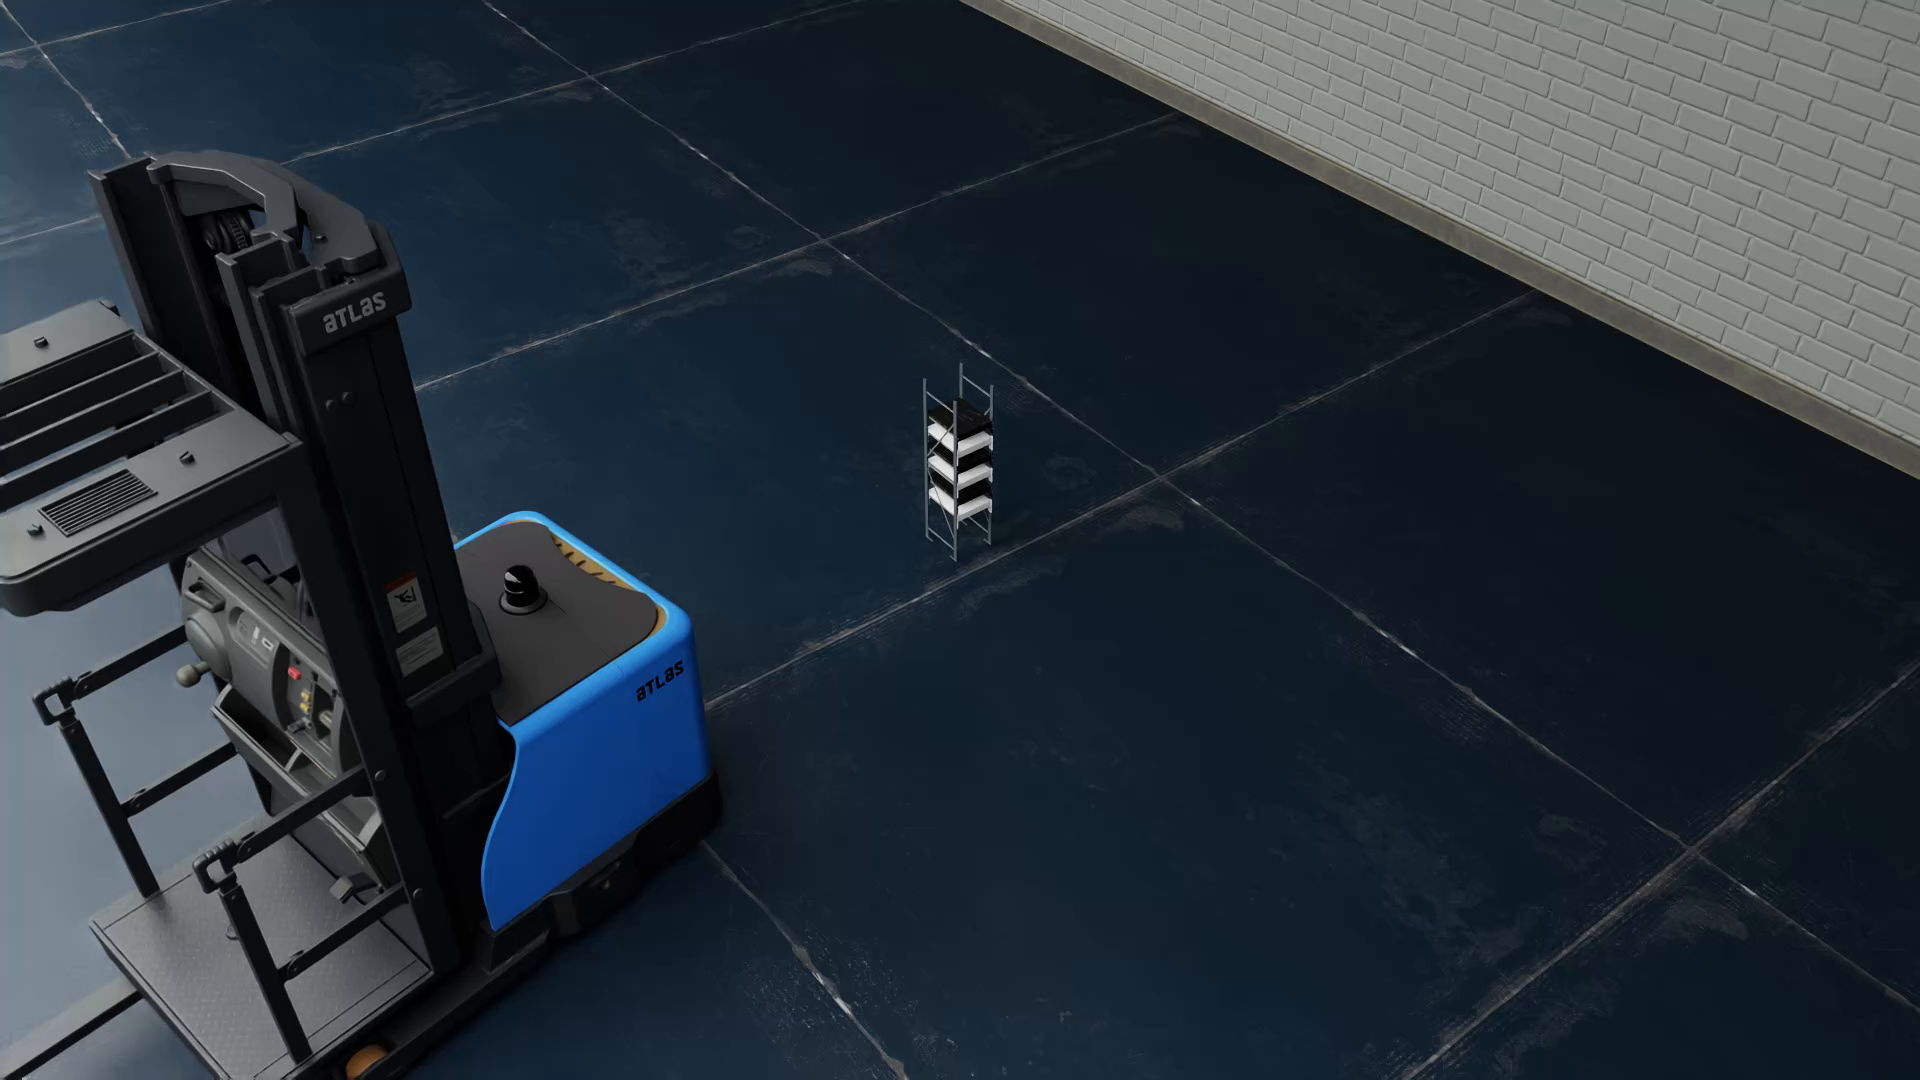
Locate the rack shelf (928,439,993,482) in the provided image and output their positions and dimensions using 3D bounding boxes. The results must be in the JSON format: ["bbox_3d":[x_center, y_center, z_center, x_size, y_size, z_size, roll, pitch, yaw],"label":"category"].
[{"bbox_3d":[-0.006,-0.389,7.558,0.200,0.077,0.258,-26,46,-28],"label":"rack shelf"}]

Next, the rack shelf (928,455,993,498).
[{"bbox_3d":[-0.006,-0.319,7.615,0.200,0.077,0.258,-26,46,-28],"label":"rack shelf"}]

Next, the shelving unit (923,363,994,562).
[{"bbox_3d":[-0.006,-0.345,7.594,0.210,0.900,0.258,-26,46,-28],"label":"shelving unit"}]

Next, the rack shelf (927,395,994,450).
[{"bbox_3d":[-0.006,-0.528,7.444,0.200,0.077,0.258,-26,46,-28],"label":"rack shelf"}]

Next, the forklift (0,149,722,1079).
[{"bbox_3d":[-2.290,0.458,5.014,1.130,2.935,3.031,30,48,31],"label":"forklift"}]

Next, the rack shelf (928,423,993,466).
[{"bbox_3d":[-0.006,-0.458,7.501,0.200,0.077,0.258,-26,46,-28],"label":"rack shelf"}]

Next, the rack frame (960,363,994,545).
[{"bbox_3d":[0.074,-0.384,7.642,0.006,0.900,0.240,-26,46,-28],"label":"rack frame"}]

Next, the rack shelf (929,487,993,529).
[{"bbox_3d":[-0.006,-0.180,7.730,0.200,0.077,0.258,-26,46,-28],"label":"rack shelf"}]

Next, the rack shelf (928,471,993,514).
[{"bbox_3d":[-0.006,-0.249,7.672,0.200,0.077,0.258,-26,46,-28],"label":"rack shelf"}]

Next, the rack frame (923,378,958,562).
[{"bbox_3d":[-0.087,-0.305,7.546,0.006,0.900,0.240,-26,46,-28],"label":"rack frame"}]
